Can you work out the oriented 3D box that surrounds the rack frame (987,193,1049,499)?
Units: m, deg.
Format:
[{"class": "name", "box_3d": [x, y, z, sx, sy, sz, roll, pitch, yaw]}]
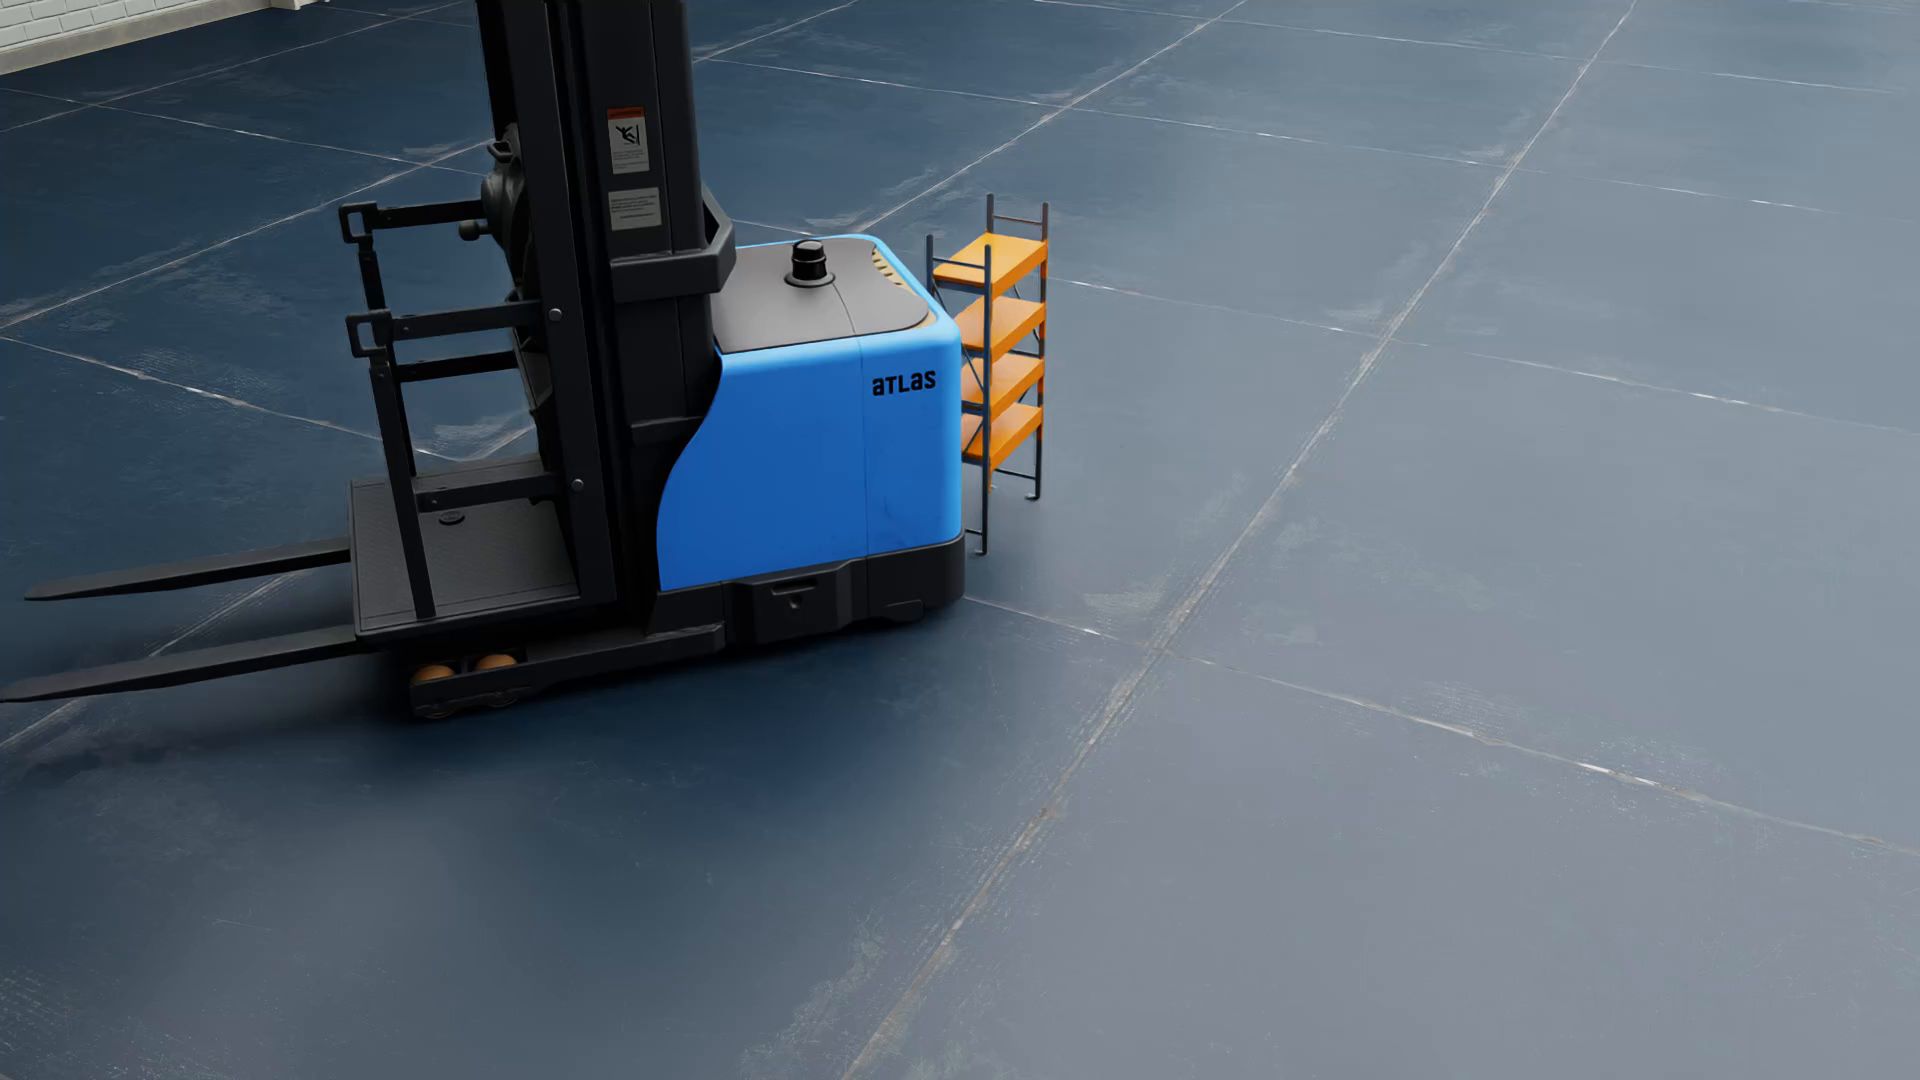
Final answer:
[{"class": "rack frame", "box_3d": [0.209, -0.709, 6.280, 0.240, 1.200, 0.015, 14, 33, 22]}]

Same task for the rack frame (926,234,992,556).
[{"class": "rack frame", "box_3d": [-0.005, -0.491, 5.900, 0.240, 1.200, 0.015, 14, 33, 22]}]

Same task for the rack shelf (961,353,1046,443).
[{"class": "rack shelf", "box_3d": [0.102, -0.542, 6.124, 0.258, 0.148, 0.480, 14, 33, 22]}]

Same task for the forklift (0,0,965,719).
[{"class": "forklift", "box_3d": [-1.556, -1.002, 5.051, 3.031, 2.935, 1.130, -10, 31, -17]}]

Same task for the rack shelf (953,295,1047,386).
[{"class": "rack shelf", "box_3d": [0.102, -0.736, 6.012, 0.258, 0.148, 0.480, 14, 33, 22]}]

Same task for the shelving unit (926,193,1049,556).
[{"class": "shelving unit", "box_3d": [0.102, -0.600, 6.090, 0.258, 1.200, 0.503, 14, 33, 22]}]

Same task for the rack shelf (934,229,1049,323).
[{"class": "rack shelf", "box_3d": [0.102, -0.941, 5.894, 0.258, 0.148, 0.480, 14, 33, 22]}]

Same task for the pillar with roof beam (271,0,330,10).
[{"class": "pillar with roof beam", "box_3d": [-1.828, -7.526, 10.319, 9.100, 9.000, 0.400, 14, 33, 23]}]

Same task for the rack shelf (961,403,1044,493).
[{"class": "rack shelf", "box_3d": [0.102, -0.370, 6.223, 0.258, 0.148, 0.480, 14, 33, 22]}]
